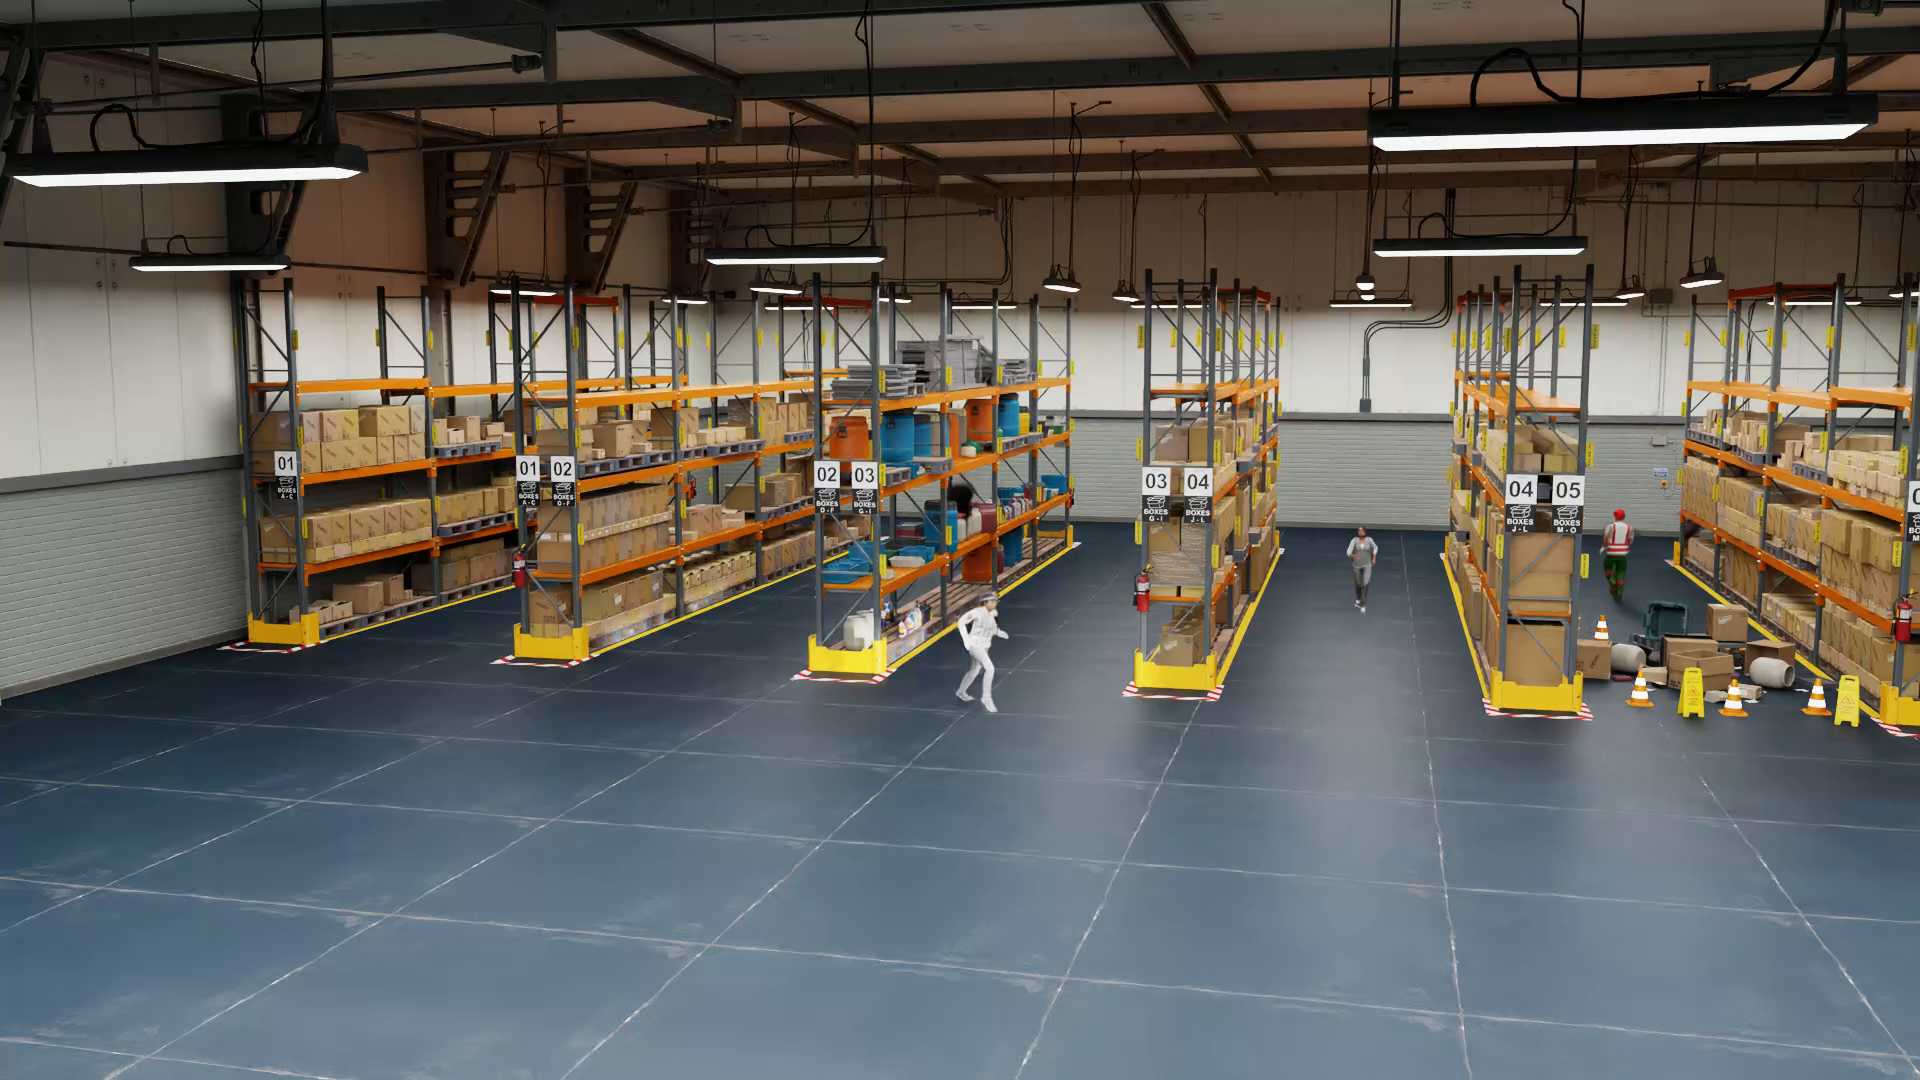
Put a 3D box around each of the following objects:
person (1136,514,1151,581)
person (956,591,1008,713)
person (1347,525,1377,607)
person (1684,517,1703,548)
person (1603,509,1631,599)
[{"bbox_3d":[3.937,0.036,34.240,0.657,1.638,0.810,1,7,7],"label":"person"},{"bbox_3d":[0.238,1.491,22.683,0.877,1.669,0.631,6,9,42],"label":"person"},{"bbox_3d":[7.423,0.459,30.736,0.547,1.484,0.740,2,7,15],"label":"person"},{"bbox_3d":[16.741,-0.358,38.015,0.525,1.469,0.712,1,7,7],"label":"person"},{"bbox_3d":[12.793,0.256,32.378,0.417,1.735,0.557,0,7,3],"label":"person"}]
